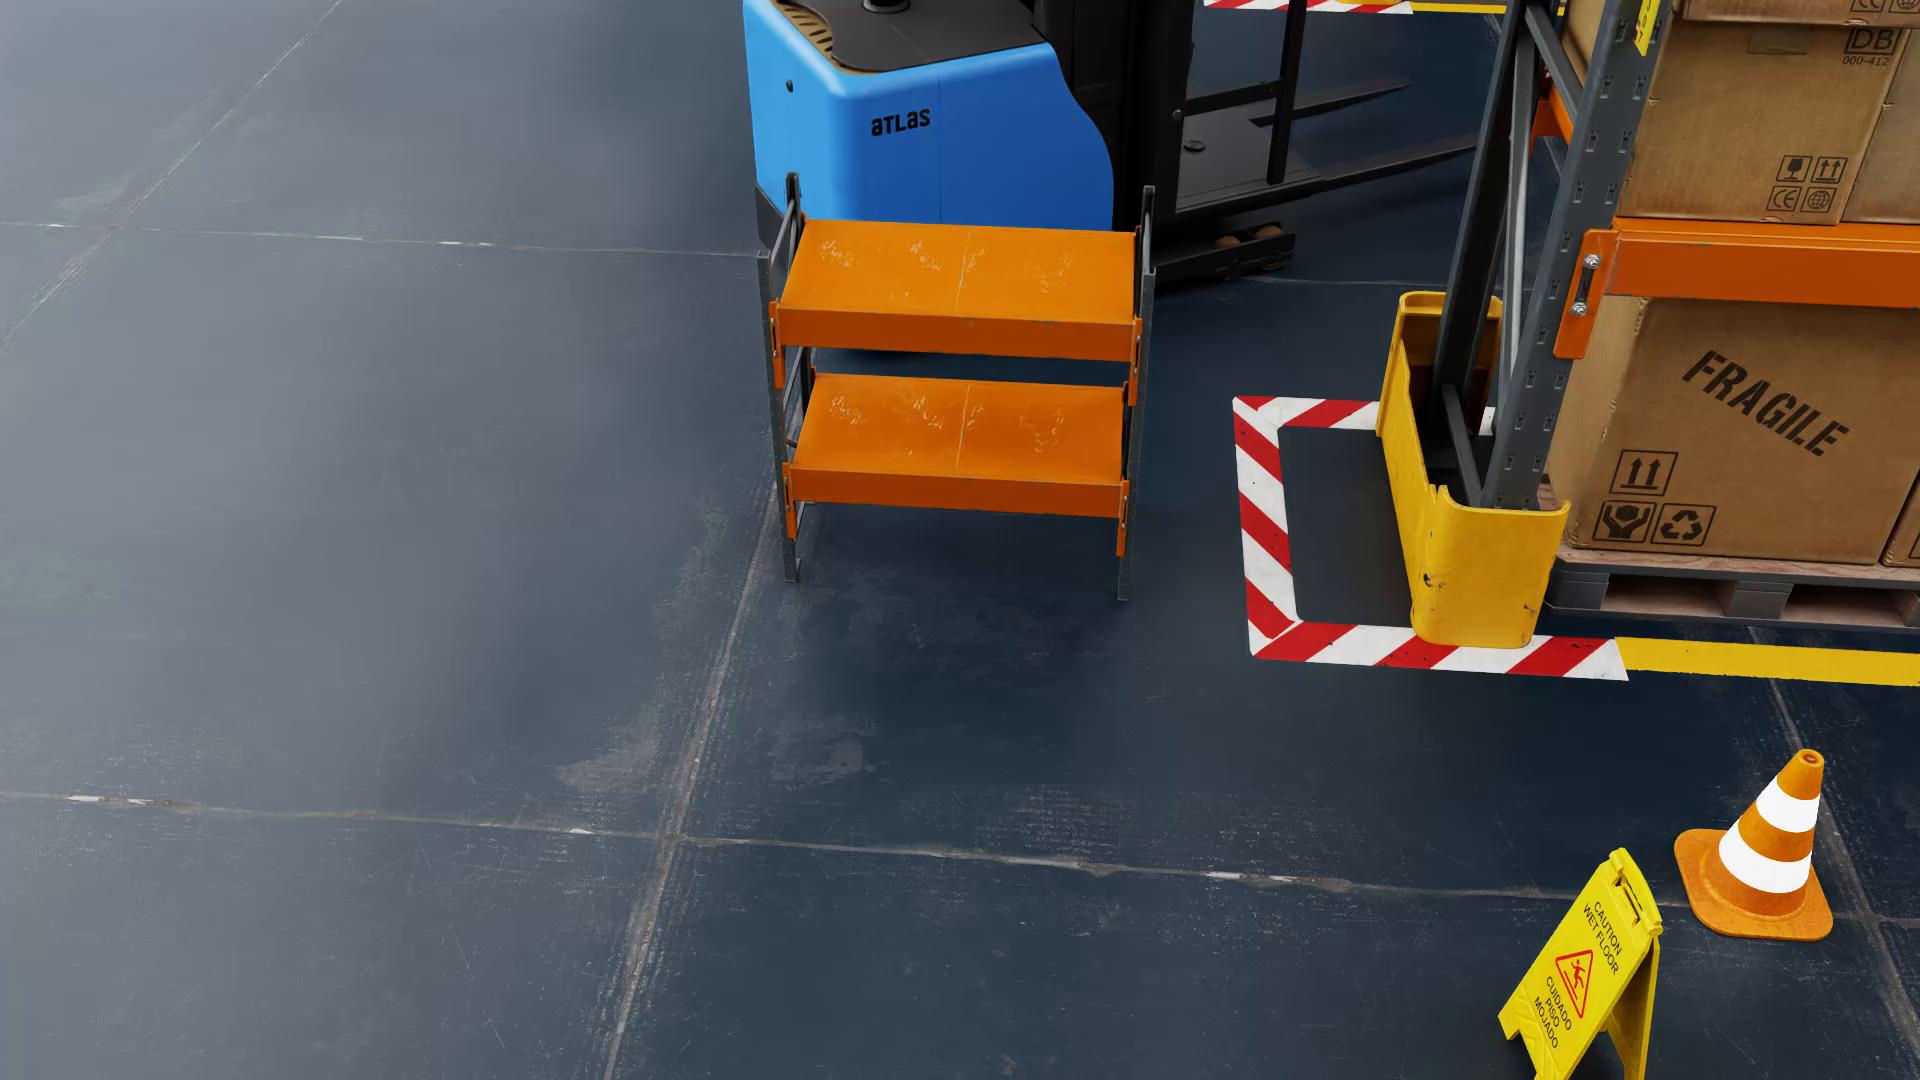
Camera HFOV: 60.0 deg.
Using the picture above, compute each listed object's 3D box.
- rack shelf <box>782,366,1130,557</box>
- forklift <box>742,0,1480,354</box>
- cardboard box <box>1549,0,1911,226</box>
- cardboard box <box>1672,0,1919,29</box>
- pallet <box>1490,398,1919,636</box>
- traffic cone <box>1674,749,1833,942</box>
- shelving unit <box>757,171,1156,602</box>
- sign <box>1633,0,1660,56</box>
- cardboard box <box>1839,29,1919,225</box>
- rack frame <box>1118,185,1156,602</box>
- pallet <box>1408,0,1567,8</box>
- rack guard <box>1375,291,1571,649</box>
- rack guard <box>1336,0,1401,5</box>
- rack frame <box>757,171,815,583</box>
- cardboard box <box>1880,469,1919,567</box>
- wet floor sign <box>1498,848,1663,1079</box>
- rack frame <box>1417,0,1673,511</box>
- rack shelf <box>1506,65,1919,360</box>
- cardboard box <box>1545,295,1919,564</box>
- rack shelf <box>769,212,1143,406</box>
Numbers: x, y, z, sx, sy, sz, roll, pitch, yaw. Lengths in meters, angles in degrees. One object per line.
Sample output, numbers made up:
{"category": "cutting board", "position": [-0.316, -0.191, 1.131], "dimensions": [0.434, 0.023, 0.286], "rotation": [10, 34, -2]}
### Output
{"category": "rack shelf", "position": [0.007, -0.246, 5.049], "dimensions": [1.000, 0.278, 0.538], "rotation": [3, 39, 4]}
{"category": "forklift", "position": [0.755, -2.436, 5.921], "dimensions": [3.031, 2.935, 1.130], "rotation": [-16, 42, -19]}
{"category": "cardboard box", "position": [1.956, -1.283, 4.332], "dimensions": [0.550, 0.550, 0.875], "rotation": [3, 39, 4]}
{"category": "cardboard box", "position": [1.949, -1.649, 3.926], "dimensions": [0.550, 0.550, 0.875], "rotation": [3, 39, 4]}
{"category": "pallet", "position": [2.386, -0.141, 5.256], "dimensions": [1.213, 0.211, 1.003], "rotation": [3, 39, 4]}
{"category": "traffic cone", "position": [1.989, 0.689, 4.037], "dimensions": [0.334, 0.463, 0.336], "rotation": [3, 39, 4]}
{"category": "shelving unit", "position": [0.007, -0.436, 4.894], "dimensions": [1.048, 1.125, 0.538], "rotation": [3, 39, 4]}
{"category": "sign", "position": [1.529, -1.235, 3.642], "dimensions": [0.005, 0.325, 0.100], "rotation": [3, 39, 4]}
{"category": "cardboard box", "position": [2.506, -1.267, 4.312], "dimensions": [0.550, 0.550, 0.875], "rotation": [3, 39, 4]}
{"category": "rack frame", "position": [0.513, -0.408, 4.860], "dimensions": [0.032, 1.125, 0.500], "rotation": [3, 39, 4]}
{"category": "pallet", "position": [2.993, -3.179, 8.988], "dimensions": [1.213, 0.211, 1.003], "rotation": [3, 39, 4]}
{"category": "rack guard", "position": [1.559, -0.249, 5.159], "dimensions": [0.348, 0.500, 1.175], "rotation": [3, 39, 4]}
{"category": "rack guard", "position": [2.187, -3.357, 8.978], "dimensions": [0.348, 0.500, 1.175], "rotation": [3, 39, 4]}
{"category": "rack frame", "position": [-0.500, -0.464, 4.928], "dimensions": [0.032, 1.125, 0.500], "rotation": [3, 39, 4]}
{"category": "cardboard box", "position": [3.141, -0.514, 4.855], "dimensions": [0.875, 0.875, 0.875], "rotation": [3, 39, 3]}
{"category": "wet floor sign", "position": [1.383, 0.940, 3.584], "dimensions": [0.232, 0.644, 0.267], "rotation": [-3, 39, -4]}
{"category": "rack frame", "position": [1.583, -1.217, 4.369], "dimensions": [0.127, 3.000, 1.000], "rotation": [3, 39, 4]}
{"category": "rack shelf", "position": [3.575, -0.829, 4.462], "dimensions": [4.000, 0.370, 1.077], "rotation": [3, 39, 4]}
{"category": "cardboard box", "position": [2.264, -0.560, 4.913], "dimensions": [0.875, 0.875, 0.875], "rotation": [3, 39, 4]}
{"category": "rack shelf", "position": [0.007, -0.663, 4.710], "dimensions": [1.000, 0.278, 0.538], "rotation": [3, 39, 4]}
